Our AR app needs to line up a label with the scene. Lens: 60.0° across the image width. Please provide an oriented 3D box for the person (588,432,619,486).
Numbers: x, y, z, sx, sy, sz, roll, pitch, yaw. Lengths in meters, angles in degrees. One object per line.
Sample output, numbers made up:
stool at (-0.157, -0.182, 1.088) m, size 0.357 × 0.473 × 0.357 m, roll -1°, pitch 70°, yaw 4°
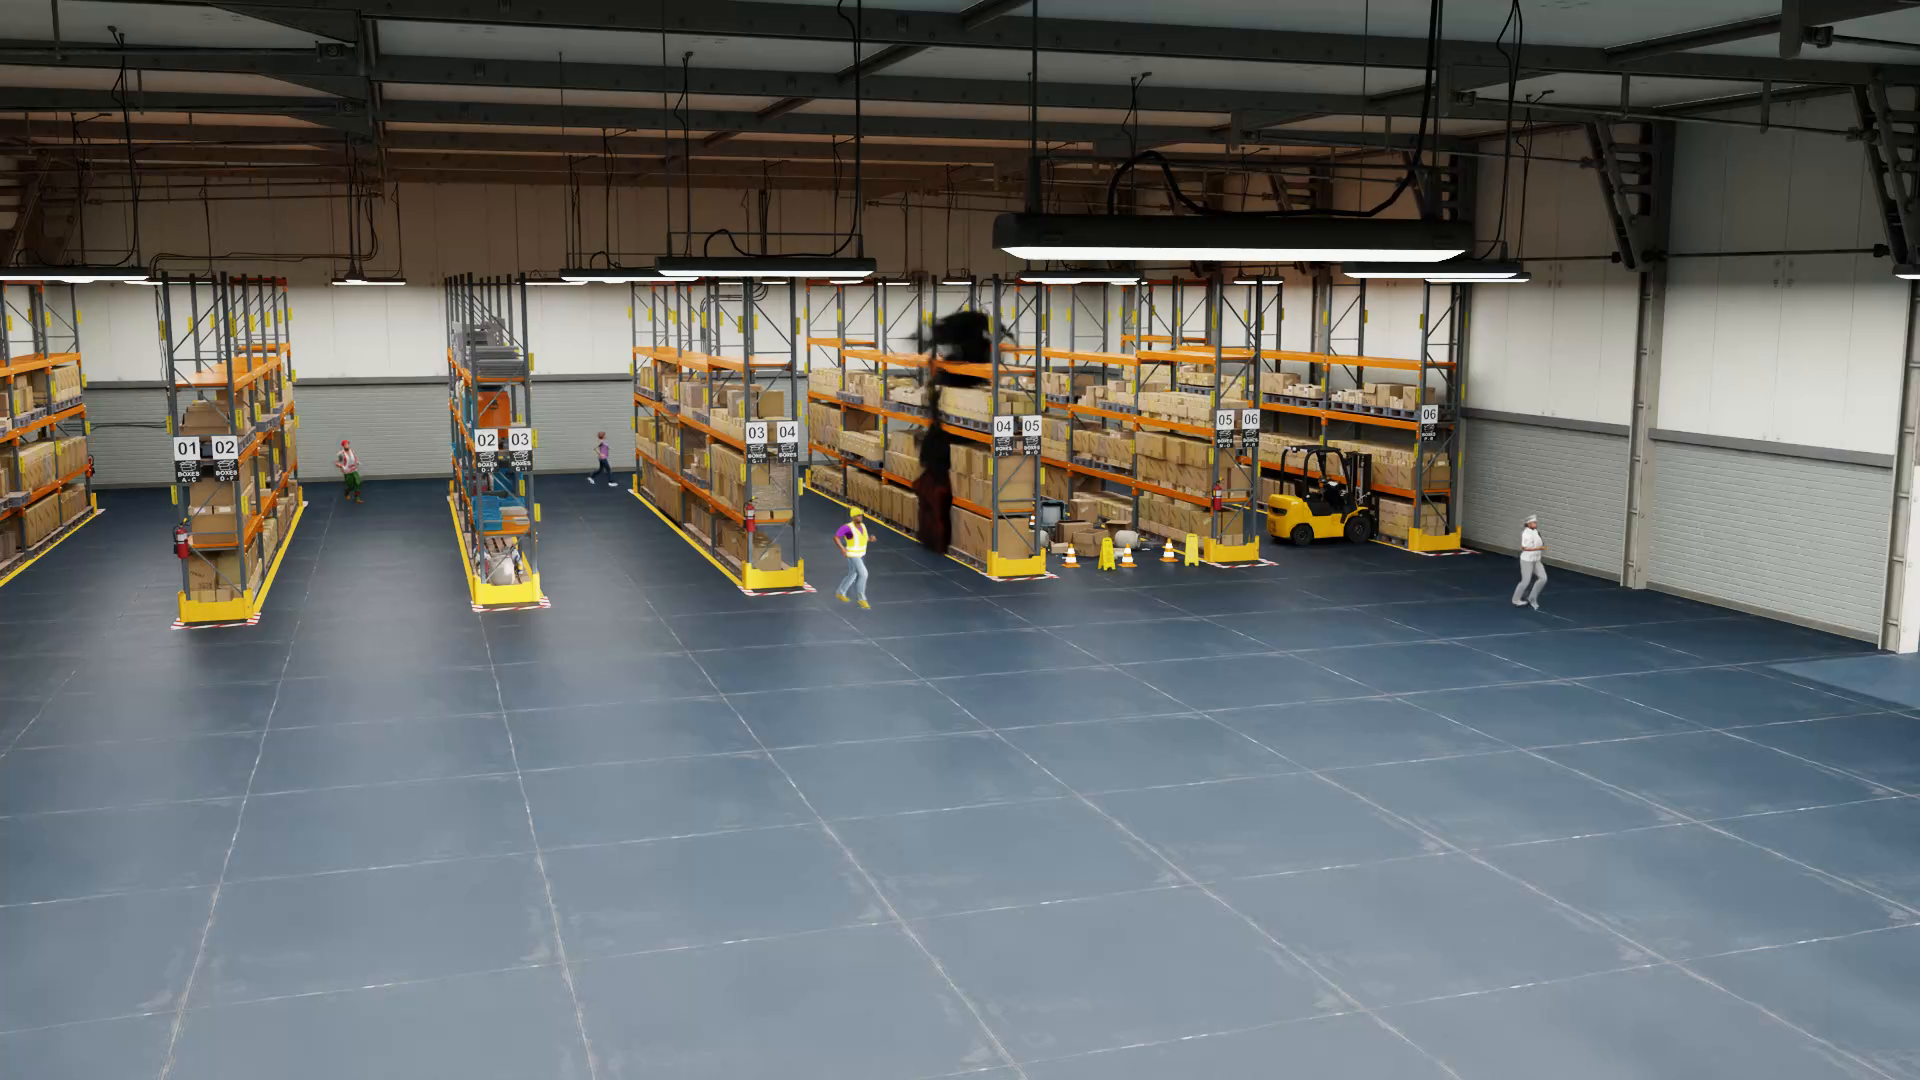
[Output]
person at (-10.369, -2.353, 48.211) m, size 0.893 × 1.585 × 0.537 m, roll -1°, pitch 9°, yaw -8°

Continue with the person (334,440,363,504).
person at (-16.377, -1.822, 44.459) m, size 0.662 × 1.727 × 0.689 m, roll 6°, pitch 10°, yaw 34°

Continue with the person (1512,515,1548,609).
person at (10.287, 0.402, 29.890) m, size 0.554 × 1.737 × 0.672 m, roll -7°, pitch 11°, yaw -39°

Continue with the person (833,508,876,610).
person at (-1.897, 0.325, 30.071) m, size 0.782 × 1.833 × 0.664 m, roll 4°, pitch 10°, yaw 25°
